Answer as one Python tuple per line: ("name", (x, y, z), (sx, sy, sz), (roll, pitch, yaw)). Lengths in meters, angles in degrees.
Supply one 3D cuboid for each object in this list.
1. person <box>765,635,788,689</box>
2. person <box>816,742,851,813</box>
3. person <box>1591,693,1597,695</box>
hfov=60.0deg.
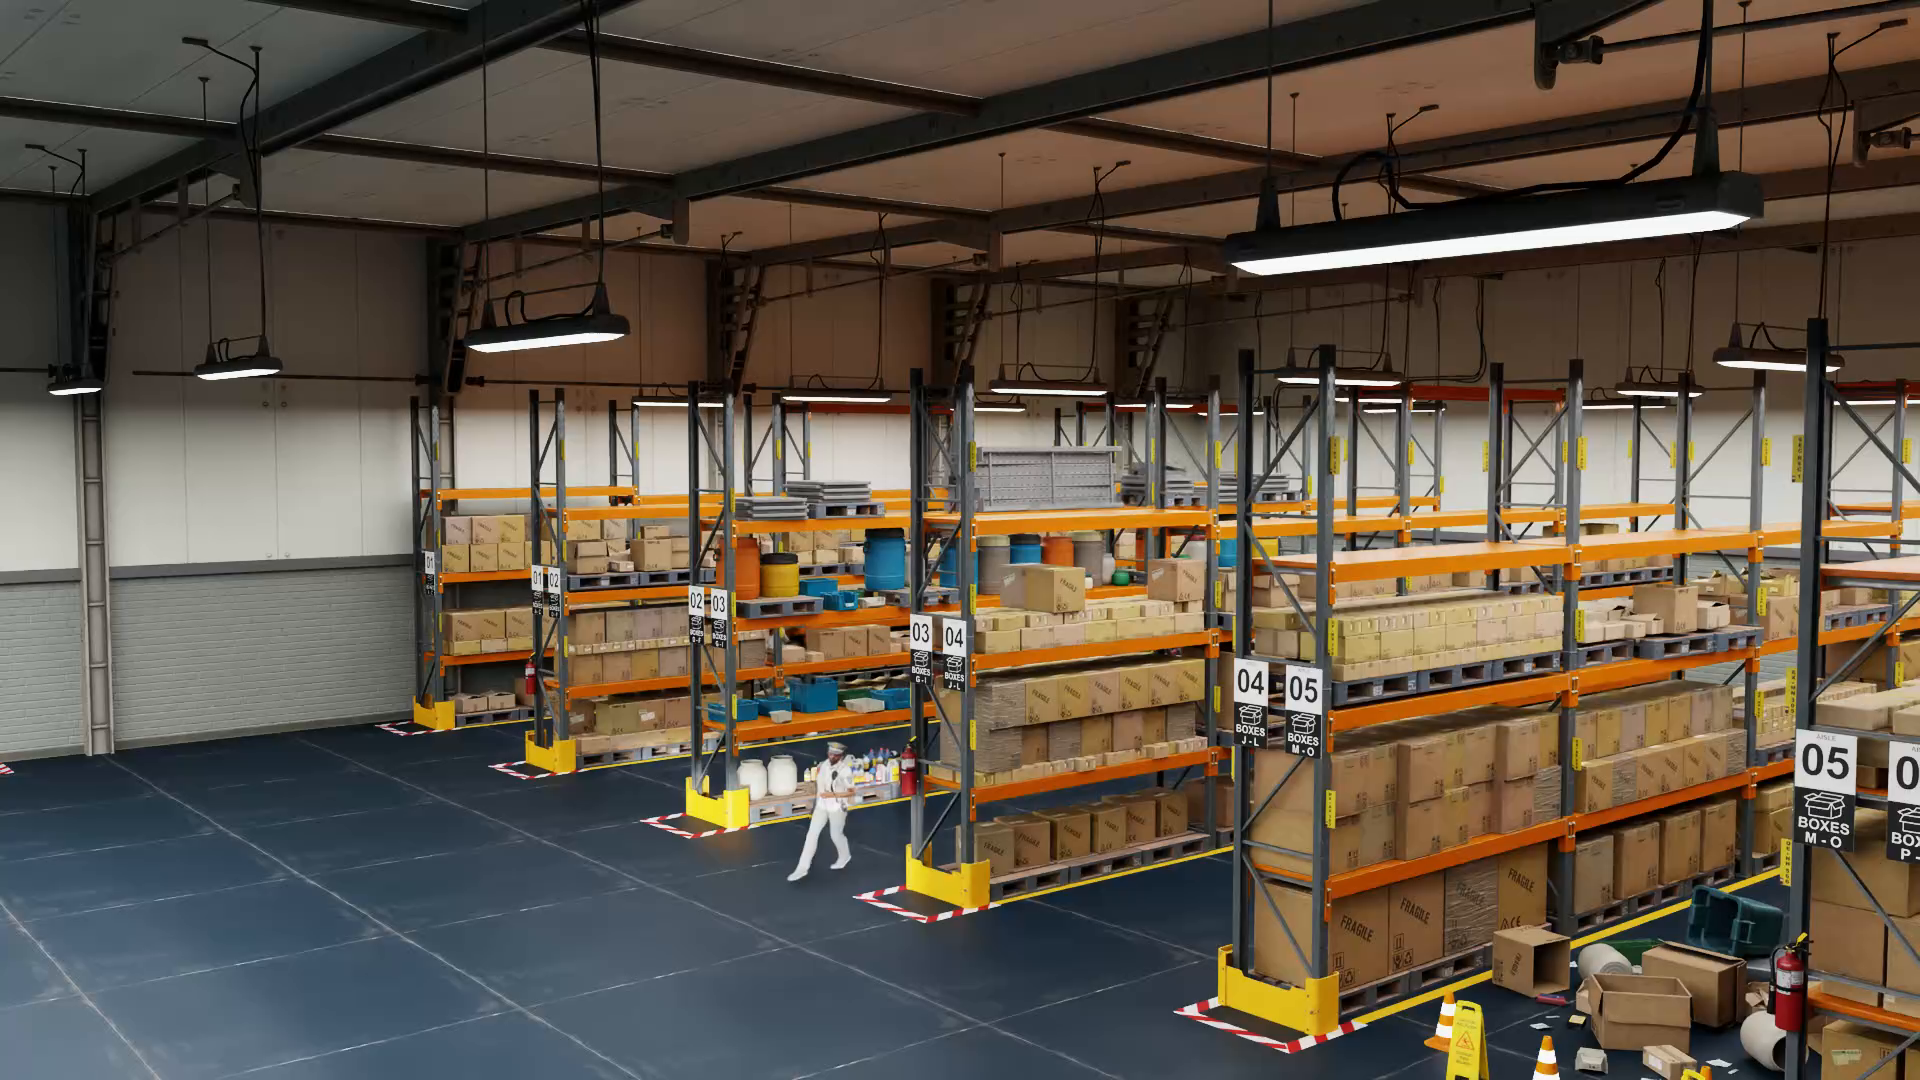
("person", (-3.597, 2.505, 32.348), (0.573, 1.520, 0.972), (2, 4, 33))
("person", (-1.497, 2.759, 19.447), (0.449, 0.847, 0.387), (2, 4, 29))
("person", (8.922, 2.971, 23.396), (0.556, 1.631, 0.559), (-3, 4, -40))
